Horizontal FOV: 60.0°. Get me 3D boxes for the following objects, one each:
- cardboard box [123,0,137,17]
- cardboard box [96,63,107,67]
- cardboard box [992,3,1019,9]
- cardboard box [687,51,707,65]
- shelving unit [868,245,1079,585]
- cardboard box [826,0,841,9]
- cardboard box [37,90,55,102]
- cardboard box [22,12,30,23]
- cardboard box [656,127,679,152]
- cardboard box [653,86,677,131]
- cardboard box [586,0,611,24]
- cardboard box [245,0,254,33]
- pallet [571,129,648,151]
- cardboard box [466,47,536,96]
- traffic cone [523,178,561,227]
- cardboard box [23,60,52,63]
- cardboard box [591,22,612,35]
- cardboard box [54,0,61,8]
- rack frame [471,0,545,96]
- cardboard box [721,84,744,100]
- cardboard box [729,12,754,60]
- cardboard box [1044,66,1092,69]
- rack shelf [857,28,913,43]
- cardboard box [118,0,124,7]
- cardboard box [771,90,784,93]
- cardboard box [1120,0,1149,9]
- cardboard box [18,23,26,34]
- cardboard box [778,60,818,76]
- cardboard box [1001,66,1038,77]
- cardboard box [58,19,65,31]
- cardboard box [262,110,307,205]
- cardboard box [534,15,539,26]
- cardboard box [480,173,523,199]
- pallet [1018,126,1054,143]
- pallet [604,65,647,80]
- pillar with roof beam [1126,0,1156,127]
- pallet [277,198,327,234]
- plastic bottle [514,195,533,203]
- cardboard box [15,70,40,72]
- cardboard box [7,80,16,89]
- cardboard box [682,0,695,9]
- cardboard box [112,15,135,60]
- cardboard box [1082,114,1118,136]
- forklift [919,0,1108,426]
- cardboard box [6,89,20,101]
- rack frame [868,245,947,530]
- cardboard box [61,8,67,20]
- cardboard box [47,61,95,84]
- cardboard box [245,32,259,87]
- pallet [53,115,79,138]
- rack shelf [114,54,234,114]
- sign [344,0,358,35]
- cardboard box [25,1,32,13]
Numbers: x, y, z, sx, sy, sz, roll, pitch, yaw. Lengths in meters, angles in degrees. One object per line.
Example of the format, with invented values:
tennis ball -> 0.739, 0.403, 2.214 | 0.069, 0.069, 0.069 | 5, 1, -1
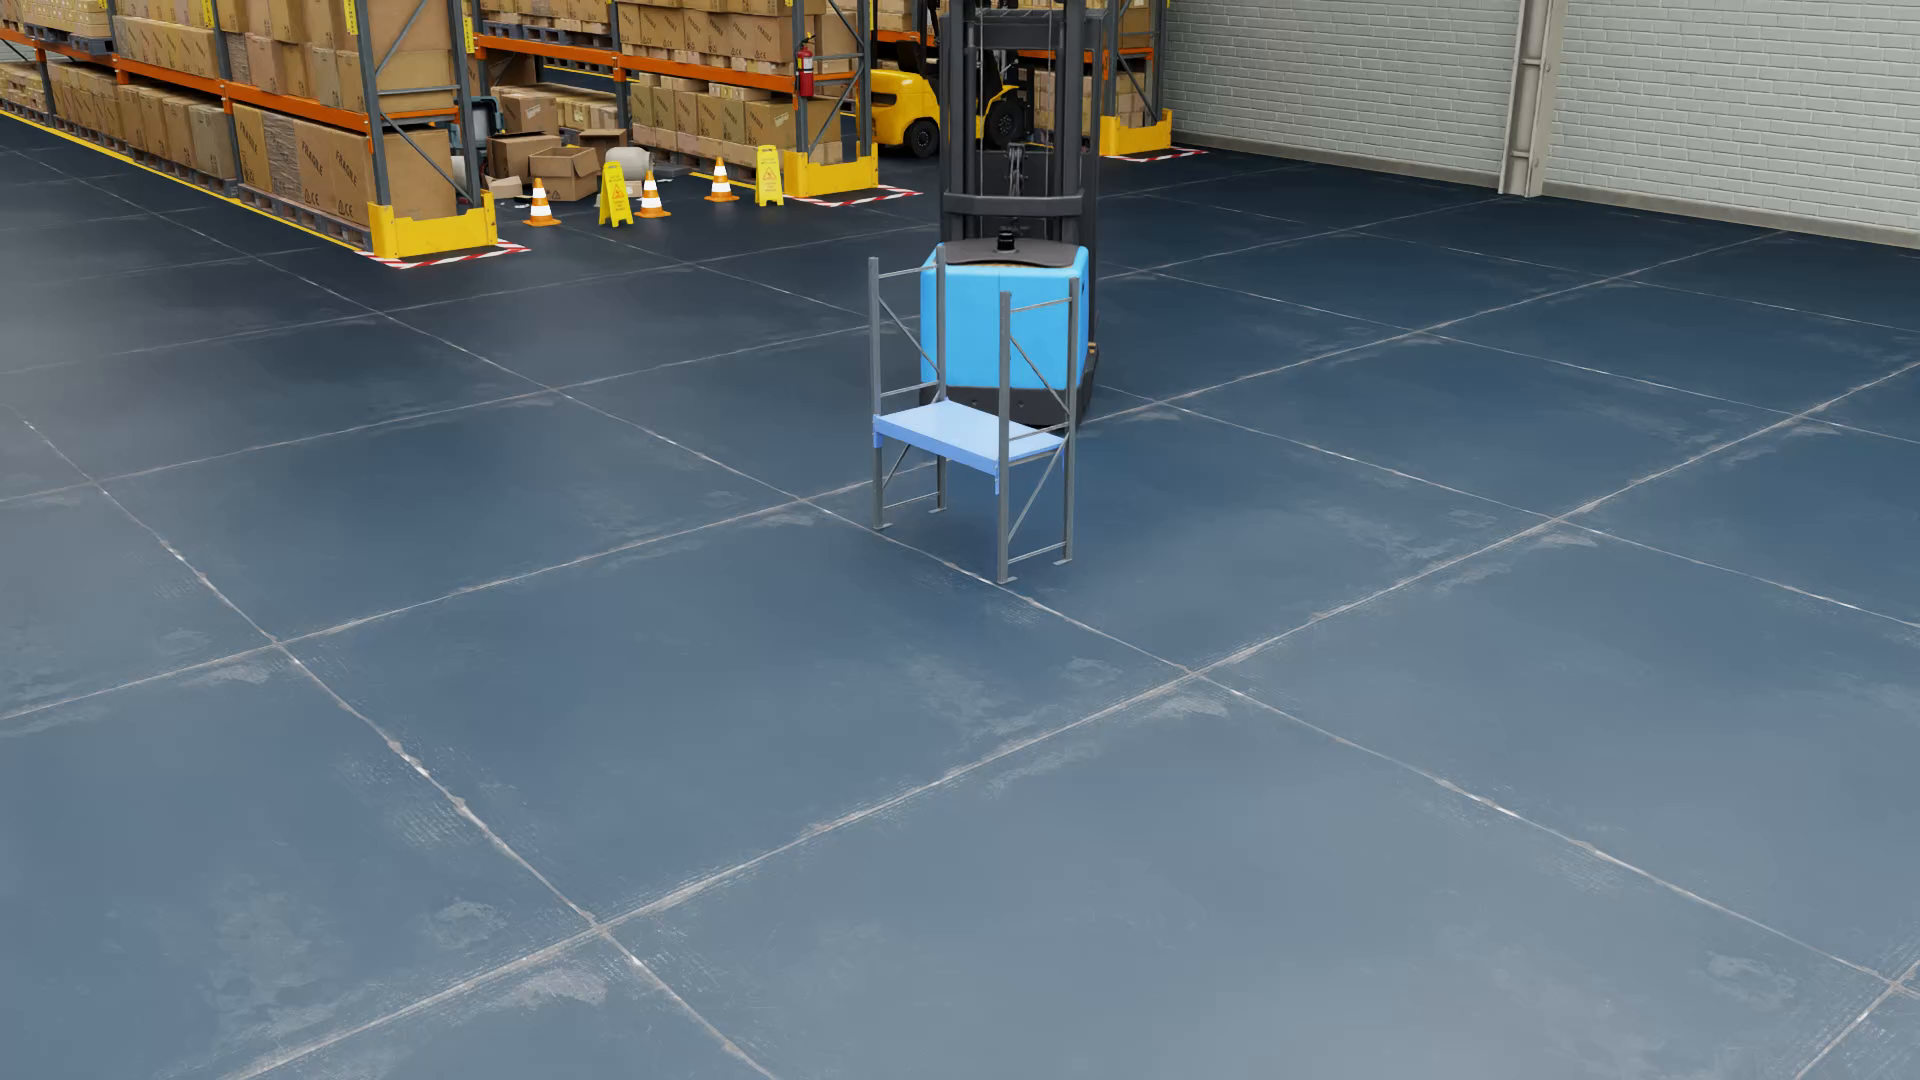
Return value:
cardboard box -> -10.064, -6.846, 20.841 | 0.700, 0.500, 0.500 | -18, 27, -38
cardboard box -> -11.957, -6.655, 23.686 | 0.500, 0.250, 0.500 | -16, 26, -35
cardboard box -> 0.792, -7.182, 23.071 | 0.500, 0.500, 0.500 | -17, 27, -37
cardboard box -> -3.078, -5.862, 20.182 | 0.380, 0.149, 0.250 | -18, 27, -38
shelving unit -> 0.056, -0.675, 8.650 | 0.538, 1.500, 1.048 | -17, 27, -37
cardboard box -> -1.796, -8.408, 25.859 | 0.500, 0.250, 0.500 | -17, 27, -37
cardboard box -> -13.407, -6.583, 24.604 | 0.380, 0.149, 0.250 | -17, 27, -36
cardboard box -> -13.052, -7.425, 23.598 | 0.380, 0.149, 0.250 | -19, 28, -40
cardboard box -> -3.517, -5.104, 21.097 | 0.500, 0.250, 0.500 | -16, 26, -34
cardboard box -> -3.515, -5.453, 20.960 | 0.500, 0.500, 0.500 | -16, 27, -35
cardboard box -> -4.530, -7.015, 21.660 | 0.500, 0.500, 0.500 | -18, 28, -38
cardboard box -> -7.076, -5.693, 17.720 | 0.875, 0.550, 0.550 | -17, 27, -37
pallet -> -4.563, -5.477, 22.679 | 1.003, 0.211, 1.213 | -17, 27, -37
cardboard box -> -7.053, -7.083, 25.293 | 0.875, 0.875, 0.875 | -18, 28, -38
traffic cone -> -4.398, -3.553, 17.421 | 0.336, 0.463, 0.334 | -17, 27, -37
cardboard box -> -15.034, -7.729, 27.123 | 0.380, 0.149, 0.250 | -17, 27, -37
cardboard box -> -4.599, -6.716, 21.787 | 0.380, 0.149, 0.250 | -17, 27, -37
cardboard box -> -11.859, -7.200, 22.205 | 0.380, 0.149, 0.250 | -16, 26, -35
rack frame -> -6.665, -7.666, 24.444 | 1.000, 3.000, 0.127 | -17, 27, -37
cardboard box -> -2.616, -5.337, 19.775 | 0.380, 0.149, 0.250 | -17, 27, -37
cardboard box -> -2.329, -5.865, 19.300 | 0.500, 0.500, 0.500 | -17, 27, -37
cardboard box -> 1.497, -6.475, 23.227 | 0.500, 0.250, 0.500 | -18, 27, -38
rack shelf -> -1.602, -7.961, 26.184 | 1.077, 0.370, 4.000 | -17, 27, -37
cardboard box -> -11.011, -7.205, 22.219 | 0.380, 0.149, 0.250 | -19, 28, -40
cardboard box -> -2.442, -5.299, 20.567 | 0.500, 0.500, 0.500 | -17, 27, -36
cardboard box -> 2.290, -7.143, 22.081 | 0.380, 0.149, 0.250 | -18, 28, -39
cardboard box -> -13.575, -7.516, 24.406 | 0.380, 0.149, 0.250 | -18, 28, -39
cardboard box -> -1.849, -5.391, 18.980 | 0.380, 0.149, 0.250 | -16, 27, -36
cardboard box -> 0.778, -6.491, 23.267 | 0.500, 0.250, 0.500 | -18, 28, -38
cardboard box -> -11.853, -6.921, 22.310 | 0.380, 0.149, 0.250 | -16, 27, -36
cardboard box -> -6.789, -4.122, 17.734 | 0.875, 0.875, 0.875 | -17, 27, -37
cardboard box -> -5.697, -7.240, 23.125 | 0.380, 0.149, 0.250 | -16, 27, -35
cardboard box -> -5.221, -4.045, 18.948 | 0.396, 0.266, 0.258 | -12, 25, -28
pallet -> 0.992, -5.878, 23.703 | 1.003, 0.211, 1.213 | -17, 27, -37
pallet -> -5.966, -8.845, 31.279 | 1.003, 0.211, 1.213 | -17, 27, -37
pillar with roof beam -> -0.718, -8.814, 19.149 | 9.100, 9.000, 0.400 | -17, 27, -37
pallet -> -6.501, -3.490, 17.606 | 1.003, 0.211, 1.213 | -17, 27, -37
plastic bottle -> -4.914, -3.831, 18.682 | 0.283, 0.061, 0.133 | 12, 24, 27
cardboard box -> -14.376, -7.184, 25.731 | 0.380, 0.149, 0.250 | -17, 27, -37
cardboard box -> -14.730, -7.188, 26.148 | 0.380, 0.149, 0.250 | -19, 28, -40
cardboard box -> -2.898, -6.625, 19.869 | 0.700, 0.500, 0.500 | -18, 27, -38
cardboard box -> -10.261, -6.318, 20.865 | 0.500, 0.500, 0.500 | -17, 27, -37
cardboard box -> 1.769, -5.608, 22.385 | 0.500, 0.250, 0.500 | -17, 27, -37
forklift -> 0.436, -2.593, 11.586 | 1.130, 2.935, 3.031 | 3, 22, 7
cardboard box -> -14.652, -6.963, 25.983 | 0.380, 0.149, 0.250 | -19, 28, -40
rack frame -> -0.276, -0.815, 9.009 | 0.500, 1.500, 0.032 | -17, 27, -37
cardboard box -> -11.690, -6.989, 22.076 | 0.380, 0.149, 0.250 | -18, 27, -38
cardboard box -> -12.678, -6.679, 23.746 | 0.500, 0.250, 0.500 | -19, 28, -40
cardboard box -> -7.112, -5.179, 17.888 | 0.875, 0.550, 0.550 | -17, 27, -37
pallet -> -12.451, -6.052, 24.146 | 1.003, 0.211, 1.213 | -17, 27, -37
rack shelf -> -9.044, -5.572, 20.085 | 1.077, 0.370, 4.000 | -17, 27, -37
sign -> -5.547, -4.774, 15.147 | 0.100, 0.325, 0.005 | -17, 27, -37
cardboard box -> -12.881, -7.493, 23.362 | 0.380, 0.149, 0.250 | -18, 28, -38
